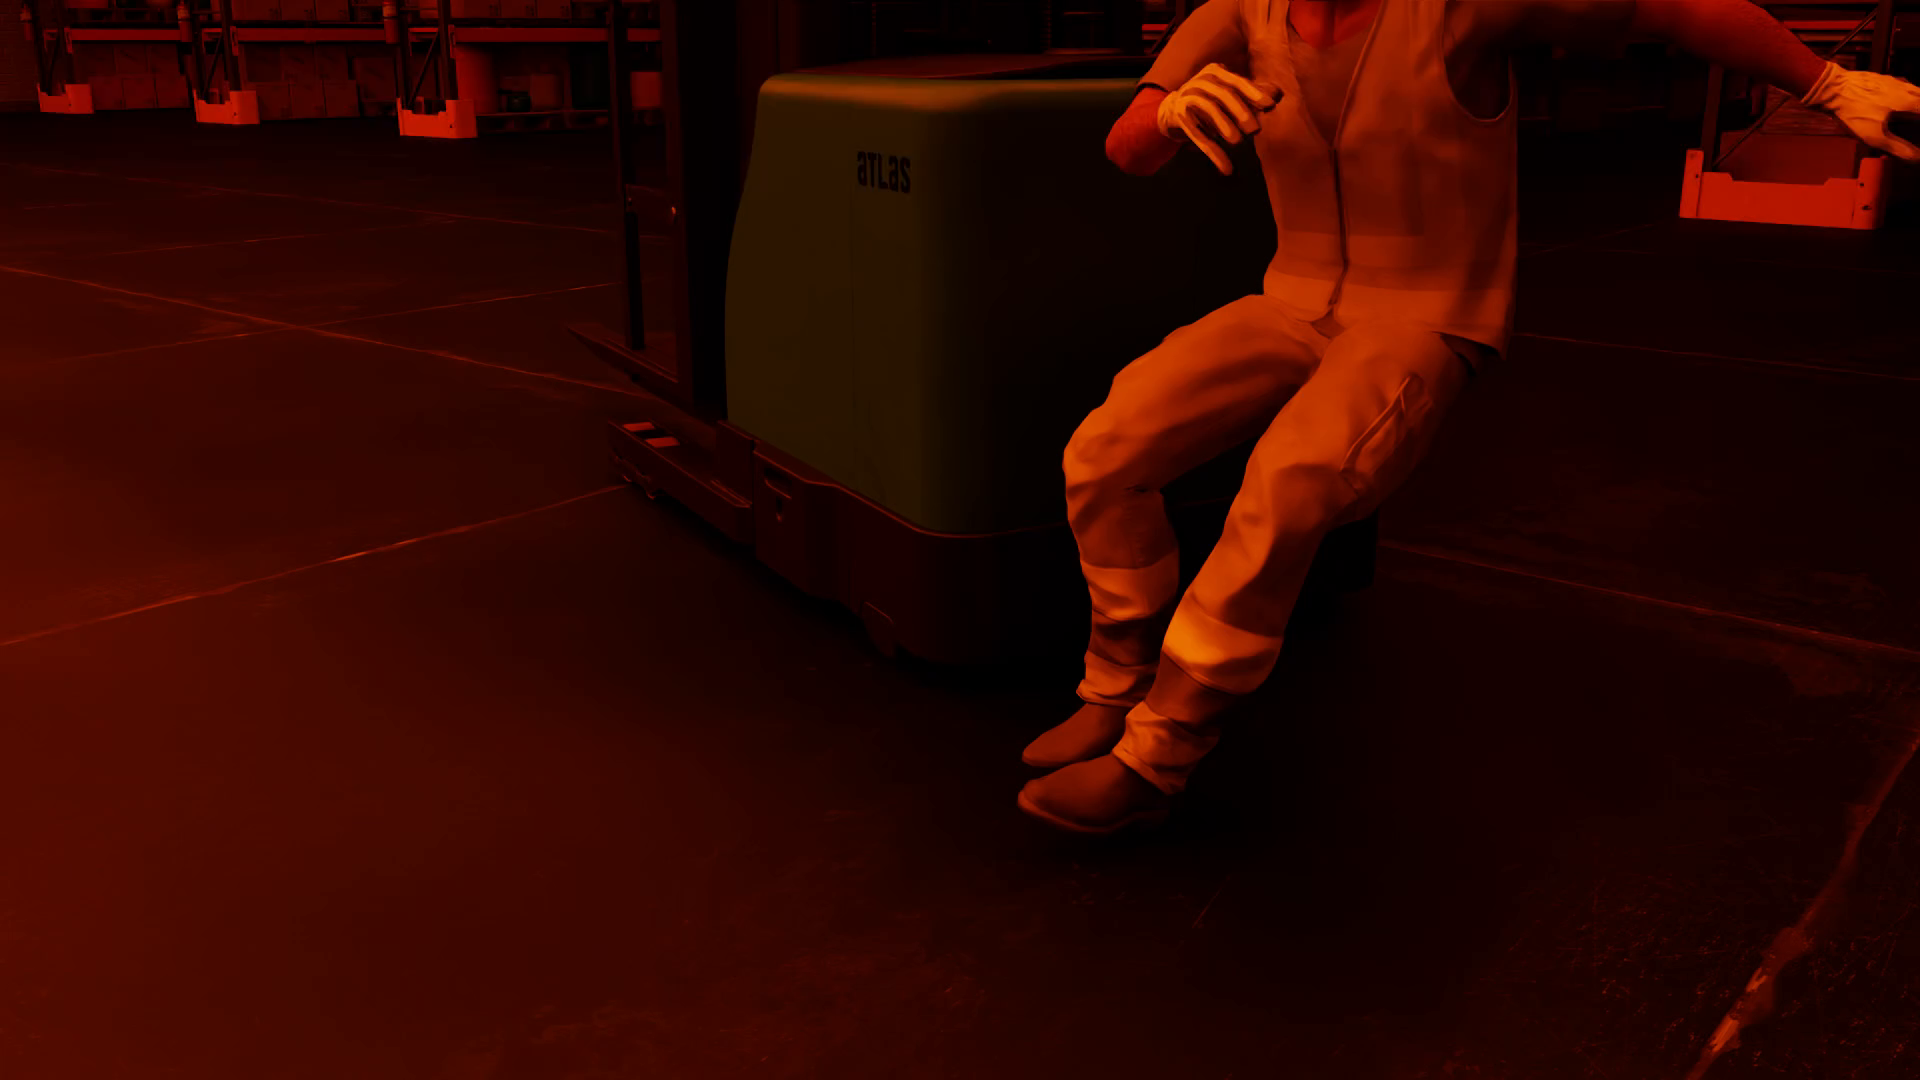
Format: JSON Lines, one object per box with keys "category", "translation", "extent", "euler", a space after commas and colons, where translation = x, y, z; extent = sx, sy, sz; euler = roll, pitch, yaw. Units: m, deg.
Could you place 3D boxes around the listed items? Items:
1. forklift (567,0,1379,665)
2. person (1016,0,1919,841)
{"category": "forklift", "translation": [-0.288, -1.559, 4.031], "extent": [1.130, 2.935, 3.031], "euler": [-9, 19, -27]}
{"category": "person", "translation": [0.639, -0.294, 2.361], "extent": [1.084, 1.535, 1.056], "euler": [16, 23, 41]}
